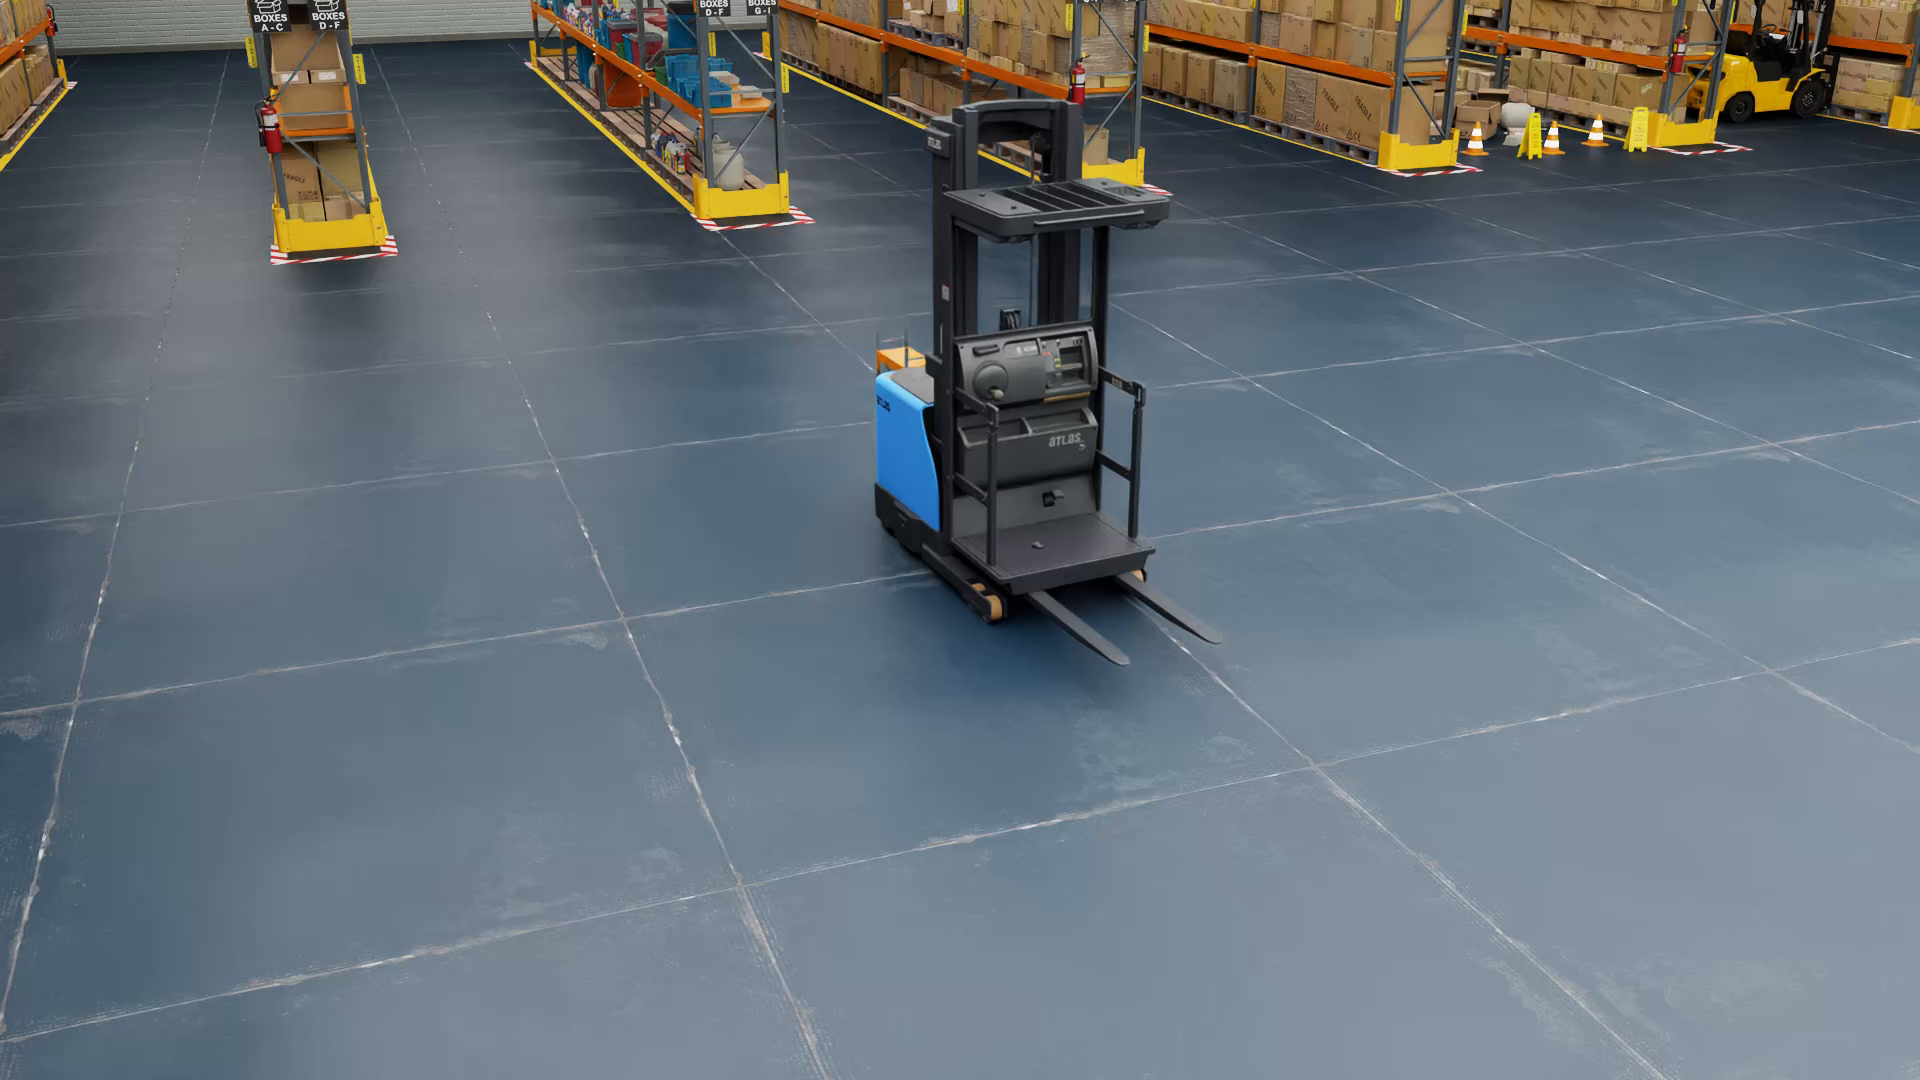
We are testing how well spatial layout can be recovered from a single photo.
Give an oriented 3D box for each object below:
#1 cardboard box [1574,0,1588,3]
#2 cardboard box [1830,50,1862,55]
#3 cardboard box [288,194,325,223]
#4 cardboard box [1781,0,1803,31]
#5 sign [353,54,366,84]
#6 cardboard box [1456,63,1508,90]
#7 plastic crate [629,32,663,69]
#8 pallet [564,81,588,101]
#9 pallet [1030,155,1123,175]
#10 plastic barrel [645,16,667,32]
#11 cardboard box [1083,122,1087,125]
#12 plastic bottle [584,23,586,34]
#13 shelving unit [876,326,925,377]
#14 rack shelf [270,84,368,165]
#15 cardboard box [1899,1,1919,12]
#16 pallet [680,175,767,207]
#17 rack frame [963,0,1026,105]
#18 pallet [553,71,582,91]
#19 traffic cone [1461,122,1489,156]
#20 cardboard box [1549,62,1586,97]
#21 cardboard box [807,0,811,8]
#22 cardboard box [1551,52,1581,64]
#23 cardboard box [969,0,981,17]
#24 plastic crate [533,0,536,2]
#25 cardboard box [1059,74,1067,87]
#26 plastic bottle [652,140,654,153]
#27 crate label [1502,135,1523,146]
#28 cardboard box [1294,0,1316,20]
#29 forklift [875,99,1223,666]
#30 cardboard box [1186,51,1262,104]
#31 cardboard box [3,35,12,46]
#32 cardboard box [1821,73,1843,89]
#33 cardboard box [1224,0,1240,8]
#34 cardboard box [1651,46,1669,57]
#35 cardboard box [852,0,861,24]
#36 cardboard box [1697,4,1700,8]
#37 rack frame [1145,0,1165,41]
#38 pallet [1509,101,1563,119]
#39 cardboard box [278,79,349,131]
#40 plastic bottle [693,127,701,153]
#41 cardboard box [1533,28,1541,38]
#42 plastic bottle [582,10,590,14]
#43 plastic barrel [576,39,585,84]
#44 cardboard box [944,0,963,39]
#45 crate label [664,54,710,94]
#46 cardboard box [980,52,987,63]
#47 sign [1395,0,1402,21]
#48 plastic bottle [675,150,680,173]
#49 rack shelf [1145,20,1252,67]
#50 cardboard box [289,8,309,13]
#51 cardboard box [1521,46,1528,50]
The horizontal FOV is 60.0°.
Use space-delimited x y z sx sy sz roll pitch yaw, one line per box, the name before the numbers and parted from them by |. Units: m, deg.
cardboard box | 10.339 -8.897 26.697 0.700 0.500 0.500 -9 24 -19
cardboard box | 15.347 -8.362 28.941 0.500 0.250 0.500 -9 24 -20
cardboard box | -7.788 -3.904 19.650 0.500 0.250 0.500 -8 24 -19
cardboard box | 14.739 -9.155 28.980 0.500 0.500 0.500 -9 24 -20
sign | -6.800 -5.333 18.824 0.100 0.325 0.005 -8 24 -19
cardboard box | 9.360 -8.428 30.226 0.950 0.372 0.625 -7 24 -16
plastic crate | -4.557 -7.118 24.195 0.402 0.464 0.583 -8 24 -19
pallet | -6.692 -8.291 30.649 1.003 0.211 1.213 -8 24 -19
pallet | 1.666 -5.224 23.372 1.003 0.211 1.213 -8 24 -19
plastic barrel | -4.644 -7.819 25.764 0.433 0.535 0.433 0 23 0
cardboard box | 1.499 -5.664 23.505 0.500 0.500 0.500 -2 23 -5
plastic bottle | -6.366 -8.746 28.394 0.097 0.201 0.097 0 23 0
shelving unit | -0.370 -0.848 11.718 0.258 1.200 0.503 -11 25 -24
rack shelf | -8.028 -5.218 20.695 1.077 0.370 4.000 -8 24 -19
cardboard box | 15.476 -8.656 26.960 0.380 0.149 0.250 -8 24 -18
pallet | -3.039 -4.534 21.735 1.003 0.211 1.213 -8 24 -19
rack frame | 0.534 -7.635 25.501 1.000 3.000 0.127 -8 24 -19
pallet | -7.222 -8.839 31.949 1.003 0.211 1.213 -8 24 -19
traffic cone | 7.764 -6.044 24.993 0.336 0.463 0.334 -8 24 -19
cardboard box | 10.143 -7.633 27.533 0.500 0.500 0.500 -7 24 -16
cardboard box | -2.798 -10.585 32.825 0.380 0.149 0.250 -8 24 -18
cardboard box | 10.030 -7.976 27.511 0.380 0.149 0.250 -7 24 -16
cardboard box | 0.455 -8.080 24.759 0.500 0.500 0.500 -8 24 -19
plastic crate | -8.524 -10.958 33.650 0.250 0.136 0.298 -8 24 -19
cardboard box | 1.566 -6.232 22.496 0.380 0.149 0.250 -8 24 -19
plastic bottle | -4.361 -5.655 23.842 0.097 0.201 0.097 0 23 0
crate label | 8.605 -6.202 25.789 0.298 0.136 0.250 18 29 36
cardboard box | 5.673 -8.307 25.514 0.875 0.550 0.550 -8 24 -19
forklift | 0.515 -1.047 9.961 1.130 2.935 3.031 -11 25 -24
cardboard box | 4.569 -7.999 28.723 1.050 0.750 0.750 -8 24 -19
cardboard box | -15.501 -8.035 26.750 0.380 0.149 0.250 -8 24 -19
cardboard box | 15.027 -7.882 28.446 0.500 0.250 0.500 -9 24 -20
cardboard box | 4.845 -9.151 27.684 0.700 0.500 0.500 -9 24 -20
cardboard box | 10.886 -7.532 25.581 0.380 0.149 0.250 -8 24 -17
cardboard box | -1.642 -9.649 30.153 0.500 0.500 0.500 -9 25 -21
cardboard box | 13.842 -9.937 31.157 0.500 0.250 0.500 -8 24 -19
rack frame | 3.797 -9.732 30.477 1.000 3.000 0.127 -8 24 -19
pallet | 10.075 -7.470 28.702 1.003 0.211 1.213 -8 24 -19
cardboard box | -7.475 -5.041 19.219 0.700 0.500 0.500 -8 24 -19
plastic bottle | -3.737 -5.723 23.810 0.144 0.351 0.185 -8 24 -19
cardboard box | 9.876 -8.543 27.980 0.380 0.149 0.250 -8 24 -19
plastic bottle | -6.649 -9.269 29.538 0.152 0.276 0.135 -8 24 -19
plastic barrel | -6.749 -8.888 30.637 0.600 0.901 0.708 -8 24 -19
cardboard box | 0.384 -8.412 26.034 1.000 1.000 1.000 -8 24 -19
crate label | -3.590 -6.149 21.933 0.502 0.435 0.616 -8 24 -19
cardboard box | 0.519 -7.220 24.841 0.380 0.149 0.250 -8 24 -19
sign | 6.110 -7.398 23.145 0.100 0.325 0.005 -8 24 -19
plastic bottle | -3.804 -5.100 22.418 0.061 0.283 0.133 -8 24 -18
rack shelf | 4.503 -8.674 28.893 1.077 0.370 4.000 -8 24 -19
cardboard box | -8.040 -6.213 20.330 0.700 0.500 0.500 -8 24 -19
cardboard box | 12.329 -10.669 35.378 0.500 0.500 0.500 -7 24 -17
